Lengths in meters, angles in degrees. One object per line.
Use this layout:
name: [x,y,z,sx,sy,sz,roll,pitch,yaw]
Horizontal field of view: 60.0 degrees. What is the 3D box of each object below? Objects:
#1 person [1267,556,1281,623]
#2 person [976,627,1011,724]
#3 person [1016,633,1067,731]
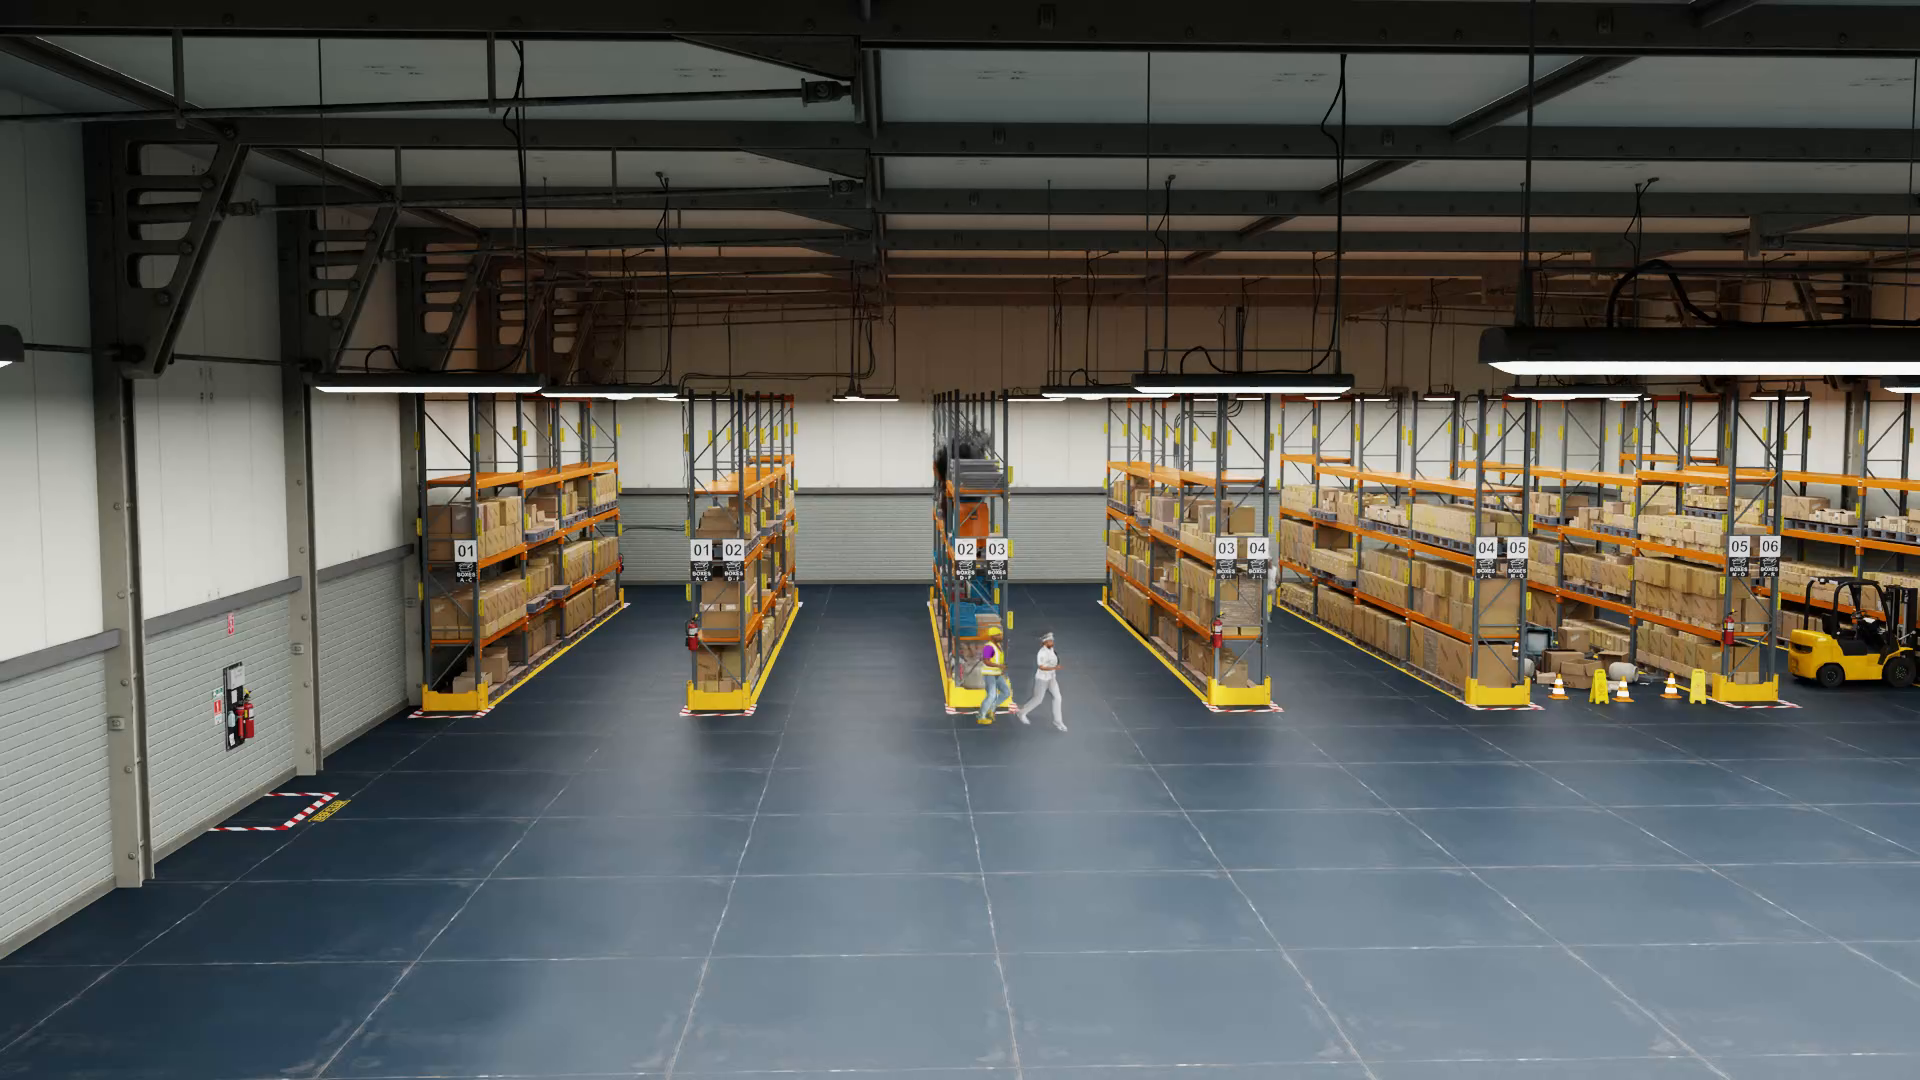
person: [8.094,1.289,43.693,0.696,1.750,0.826,0,5,-2]
person: [0.651,2.421,29.889,0.636,1.715,0.734,2,5,23]
person: [1.472,2.485,29.401,0.919,1.733,0.586,3,6,34]
